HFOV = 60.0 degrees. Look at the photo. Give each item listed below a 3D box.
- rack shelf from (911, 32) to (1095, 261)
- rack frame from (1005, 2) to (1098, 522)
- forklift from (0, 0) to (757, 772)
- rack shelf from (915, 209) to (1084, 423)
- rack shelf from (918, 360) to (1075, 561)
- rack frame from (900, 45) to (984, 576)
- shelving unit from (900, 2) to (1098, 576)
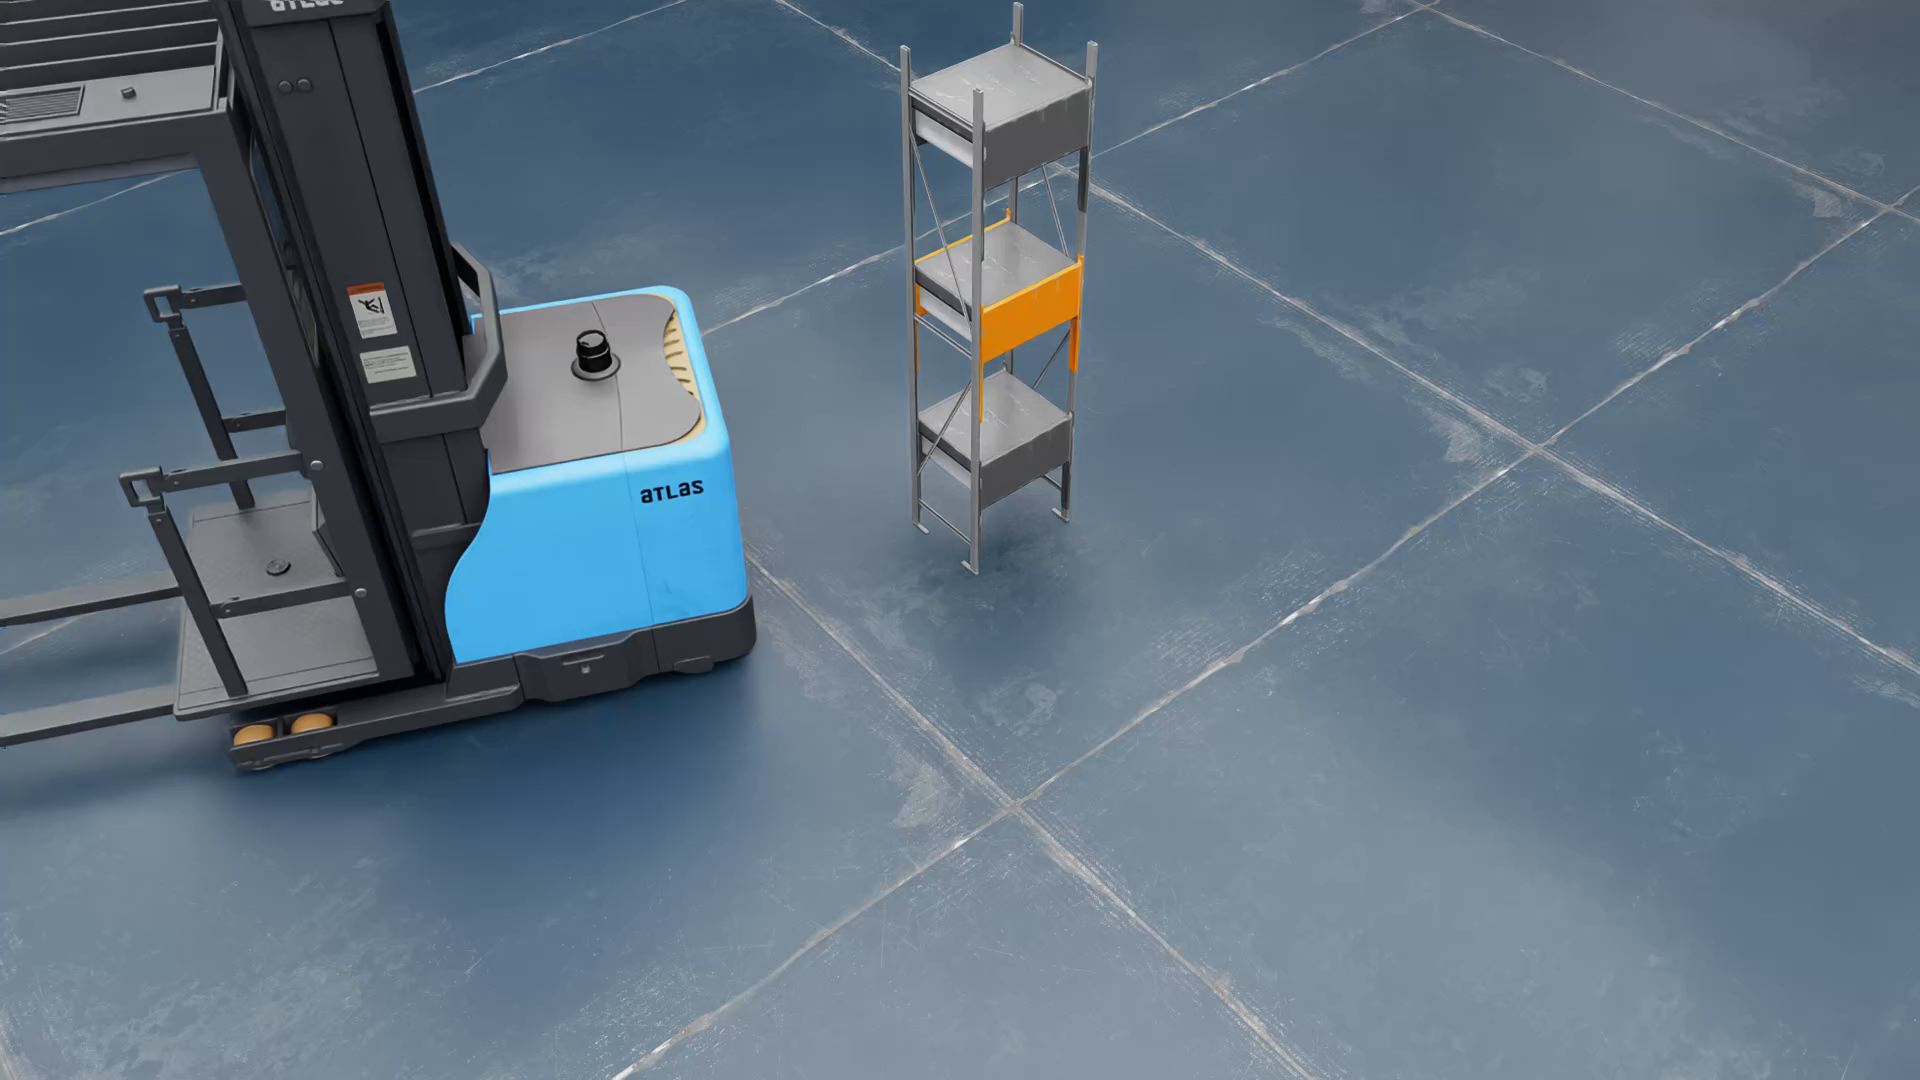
[{"bbox_3d":[0.127,-1.338,5.639,0.480,0.518,0.431,-30,51,-28],"label":"rack shelf"},{"bbox_3d":[0.314,-0.945,6.223,0.015,2.100,0.400,-30,51,-28],"label":"rack frame"},{"bbox_3d":[-2.339,-0.660,5.312,3.031,2.935,1.130,-11,44,-11],"label":"forklift"},{"bbox_3d":[0.127,-0.828,6.118,0.480,0.518,0.431,-30,51,-28],"label":"rack shelf"},{"bbox_3d":[0.127,-0.318,6.597,0.480,0.518,0.431,-30,51,-28],"label":"rack shelf"},{"bbox_3d":[-0.060,-0.731,5.994,0.015,2.100,0.400,-30,51,-28],"label":"rack frame"},{"bbox_3d":[0.127,-0.838,6.109,0.503,2.100,0.431,-30,51,-28],"label":"shelving unit"}]
